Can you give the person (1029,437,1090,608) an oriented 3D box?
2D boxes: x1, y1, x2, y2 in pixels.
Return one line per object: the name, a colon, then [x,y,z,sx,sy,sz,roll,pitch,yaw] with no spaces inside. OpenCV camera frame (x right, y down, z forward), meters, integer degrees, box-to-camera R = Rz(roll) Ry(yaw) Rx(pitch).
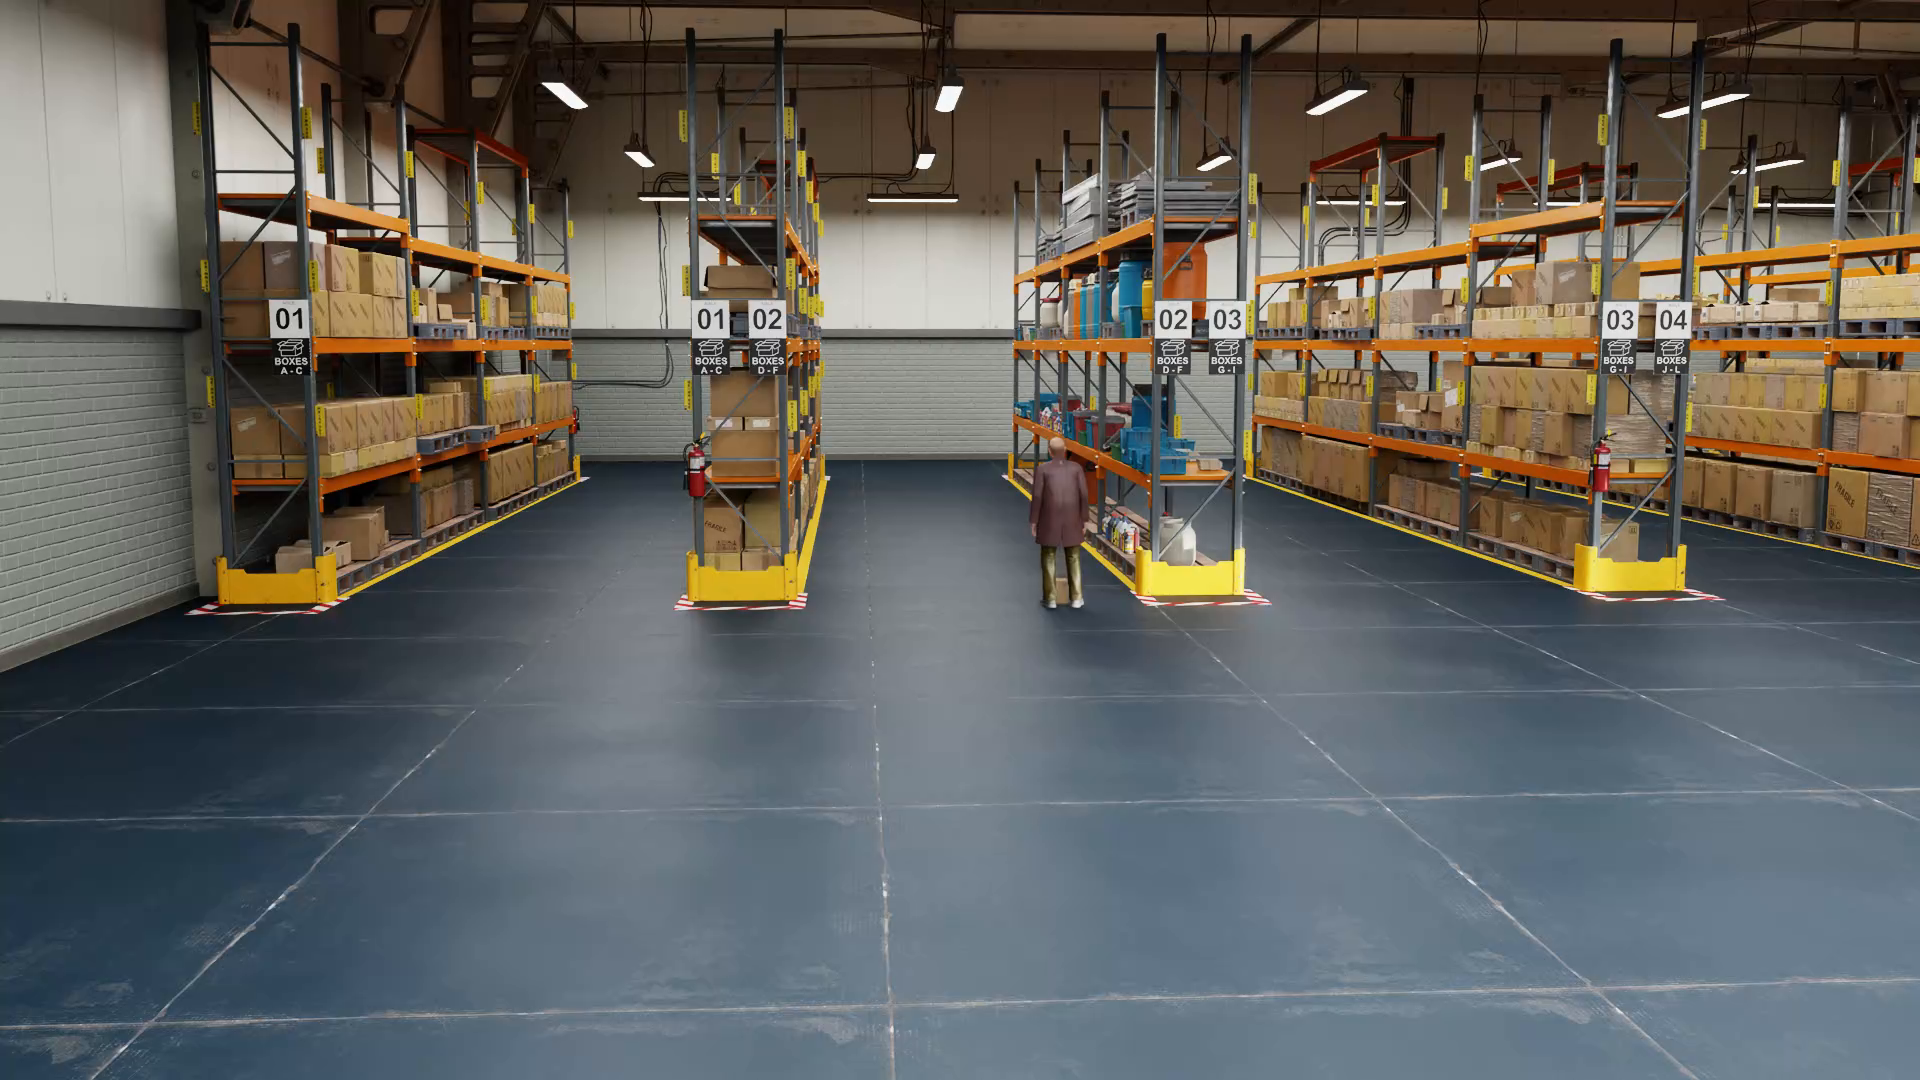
person: [1.035,-0.182,17.354,0.643,1.772,0.429,-1,7,-6]
